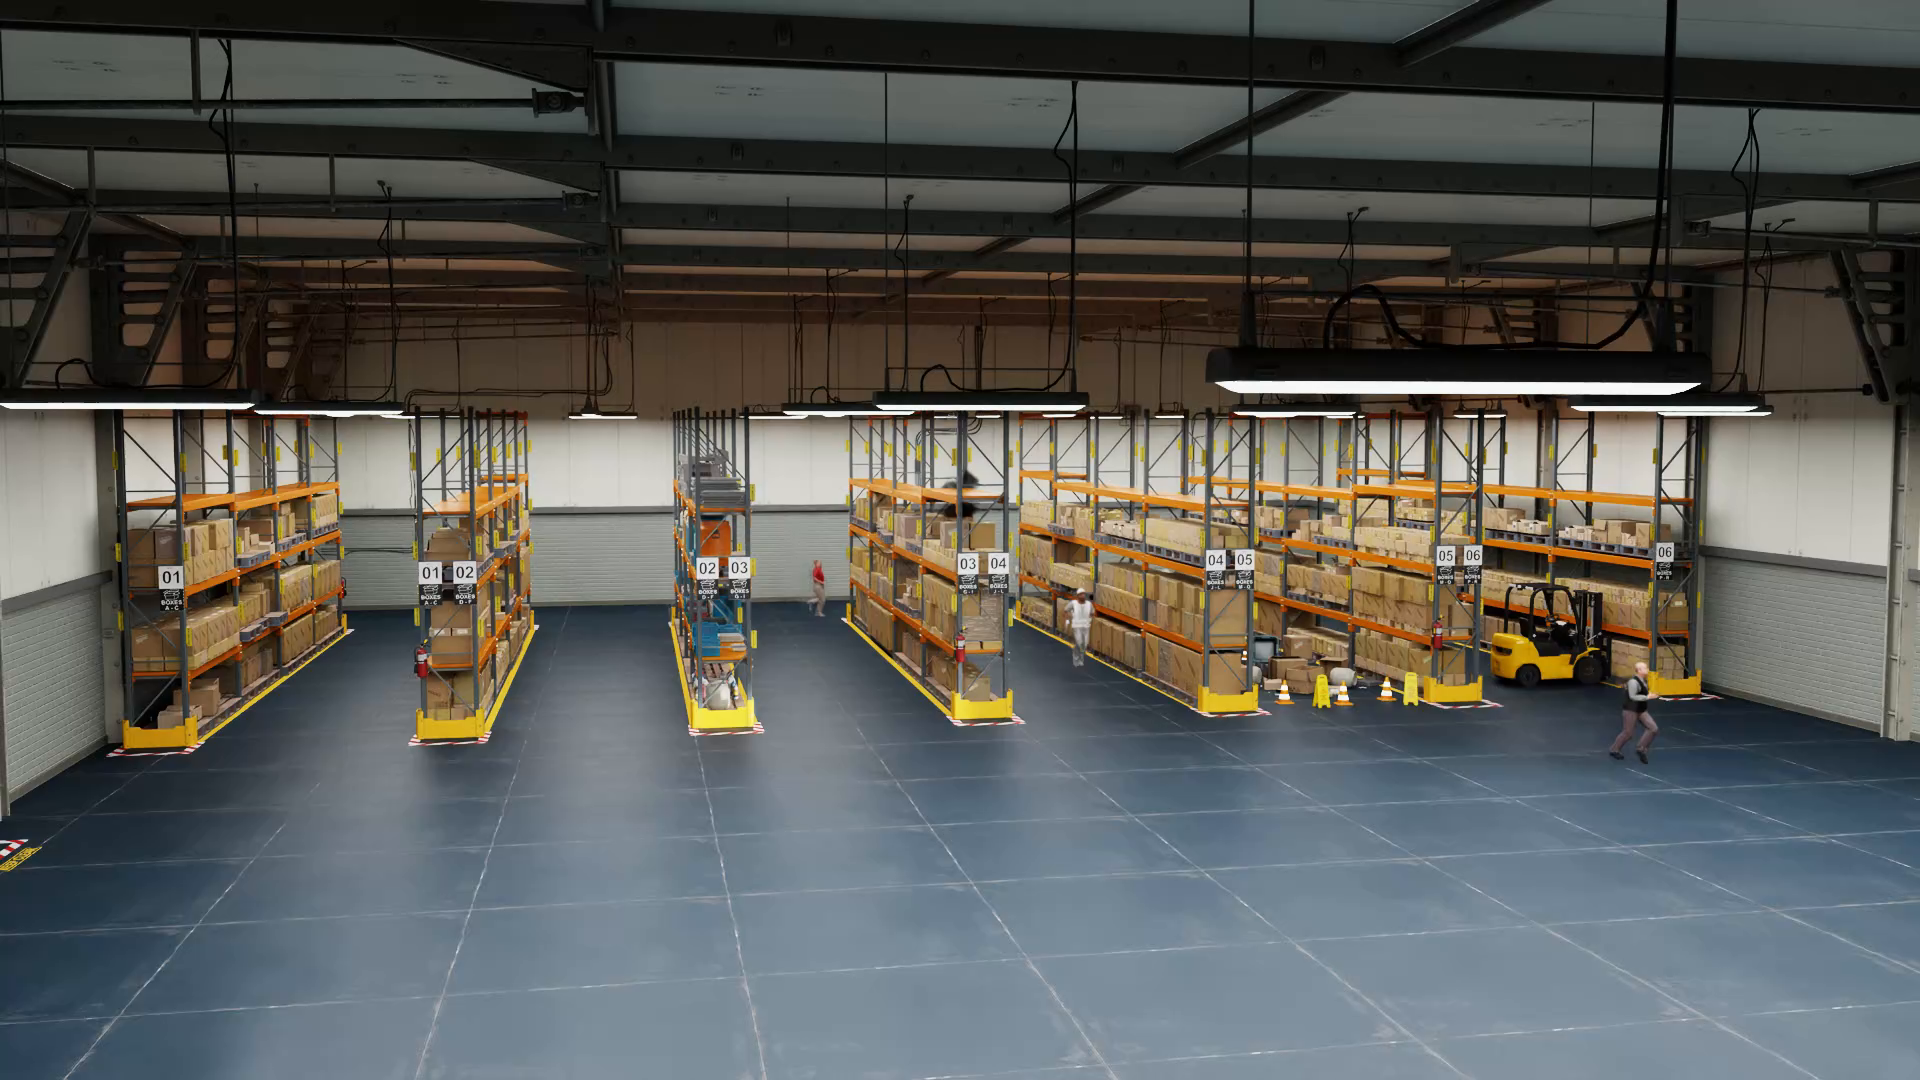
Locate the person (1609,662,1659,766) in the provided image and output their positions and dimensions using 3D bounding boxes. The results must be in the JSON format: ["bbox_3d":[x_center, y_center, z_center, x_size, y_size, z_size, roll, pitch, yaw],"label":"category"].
[{"bbox_3d":[11.284,2.892,27.798,0.824,1.734,0.680,4,6,44],"label":"person"}]

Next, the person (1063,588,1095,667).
[{"bbox_3d":[2.687,1.944,36.779,0.675,1.750,0.615,-1,4,-15],"label":"person"}]

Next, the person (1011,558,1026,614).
[{"bbox_3d":[1.835,1.355,49.695,0.868,1.689,0.577,-3,5,-39],"label":"person"}]

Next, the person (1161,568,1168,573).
[{"bbox_3d":[5.509,1.660,44.565,0.687,1.789,1.054,-1,4,-17],"label":"person"}]

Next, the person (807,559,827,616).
[{"bbox_3d":[-4.204,1.409,49.028,0.575,1.688,0.708,0,4,-4],"label":"person"}]
